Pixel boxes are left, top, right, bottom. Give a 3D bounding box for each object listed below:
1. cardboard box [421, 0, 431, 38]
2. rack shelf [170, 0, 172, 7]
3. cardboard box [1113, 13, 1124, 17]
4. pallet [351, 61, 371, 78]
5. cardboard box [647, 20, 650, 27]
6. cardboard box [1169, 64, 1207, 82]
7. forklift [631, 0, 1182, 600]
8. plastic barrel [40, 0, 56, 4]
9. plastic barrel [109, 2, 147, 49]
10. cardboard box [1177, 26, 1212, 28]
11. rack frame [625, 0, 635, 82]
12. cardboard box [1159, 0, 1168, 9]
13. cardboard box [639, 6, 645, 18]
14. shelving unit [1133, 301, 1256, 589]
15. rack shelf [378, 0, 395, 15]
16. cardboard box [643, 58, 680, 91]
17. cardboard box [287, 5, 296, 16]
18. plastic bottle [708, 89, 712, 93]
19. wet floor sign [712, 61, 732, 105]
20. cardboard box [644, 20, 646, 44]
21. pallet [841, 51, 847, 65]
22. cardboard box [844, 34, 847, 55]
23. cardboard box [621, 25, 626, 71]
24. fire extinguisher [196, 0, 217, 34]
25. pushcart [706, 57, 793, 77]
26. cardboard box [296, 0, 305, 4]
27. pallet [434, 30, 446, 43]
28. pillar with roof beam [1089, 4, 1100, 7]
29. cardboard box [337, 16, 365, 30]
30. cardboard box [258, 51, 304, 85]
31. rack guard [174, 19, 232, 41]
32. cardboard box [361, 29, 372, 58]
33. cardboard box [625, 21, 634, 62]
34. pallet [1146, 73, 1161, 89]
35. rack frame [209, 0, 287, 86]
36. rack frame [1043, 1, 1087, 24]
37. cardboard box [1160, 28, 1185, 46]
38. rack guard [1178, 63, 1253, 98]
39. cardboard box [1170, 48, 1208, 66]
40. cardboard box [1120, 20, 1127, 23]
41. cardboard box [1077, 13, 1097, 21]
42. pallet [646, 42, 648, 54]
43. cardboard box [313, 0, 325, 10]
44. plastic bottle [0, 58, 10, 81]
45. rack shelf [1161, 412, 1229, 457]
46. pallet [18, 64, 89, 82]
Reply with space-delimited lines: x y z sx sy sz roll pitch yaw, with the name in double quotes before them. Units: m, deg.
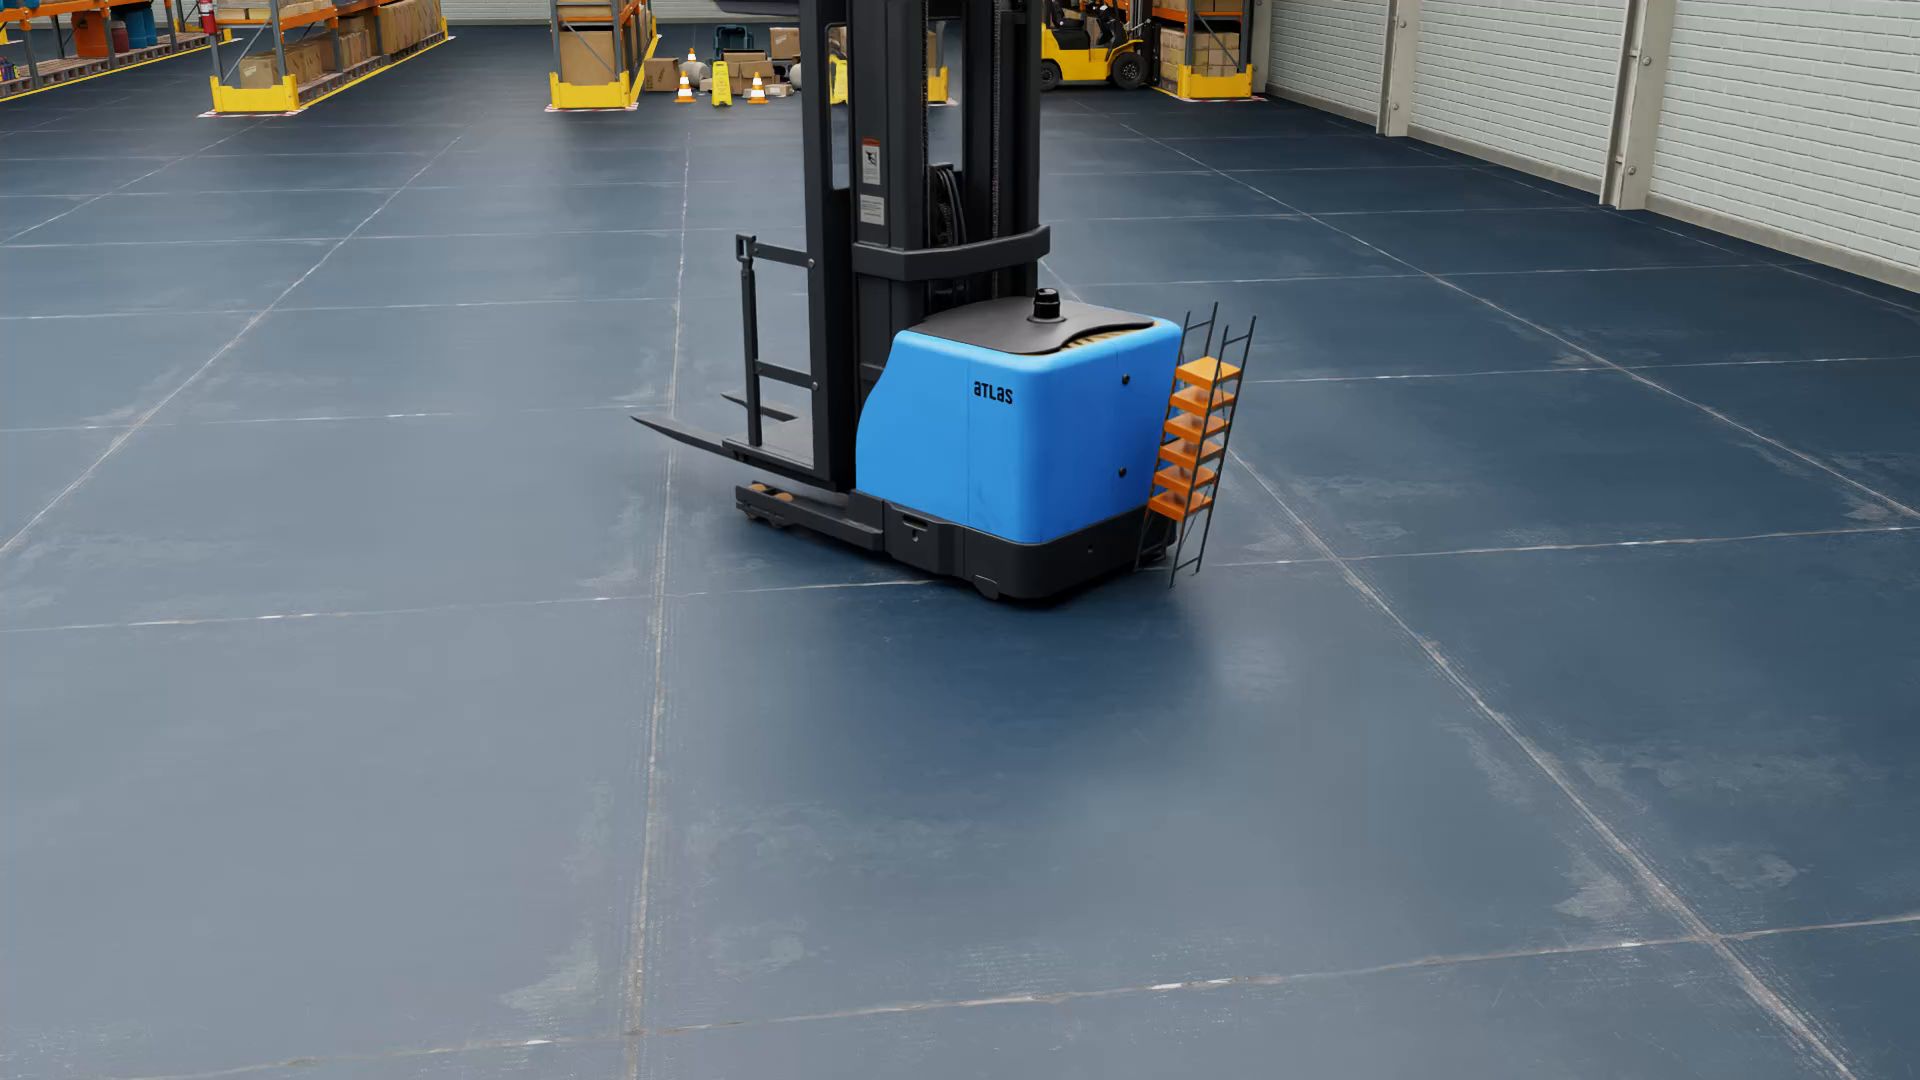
"cardboard box" -12.464 -11.771 37.383 0.875 0.875 0.875 -3 21 -8
"rack shelf" -17.508 -12.132 36.939 1.077 0.370 4.000 -3 21 -8
"cardboard box" 3.209 -10.918 34.707 0.380 0.149 0.250 -2 21 -5
"pallet" -11.458 -8.643 30.554 1.003 0.211 1.213 -3 21 -8
"cardboard box" -7.364 -11.916 38.383 0.380 0.149 0.250 -3 21 -7
"cardboard box" 3.749 -7.678 27.316 0.500 0.250 0.500 -3 21 -7
"forklift" -0.436 -1.544 7.662 3.031 2.935 1.130 19 27 41
"plastic barrel" -16.093 -9.666 29.115 0.433 0.535 0.433 0 20 0
"plastic barrel" -17.056 -10.555 34.089 0.600 0.901 0.708 -3 21 -8
"cardboard box" 4.043 -8.700 28.623 0.500 0.250 0.500 -3 21 -9
"rack frame" -6.242 -9.471 28.788 1.000 3.000 0.127 -3 21 -8
"cardboard box" 3.659 -9.184 27.876 0.500 0.500 0.500 -3 21 -9
"cardboard box" -6.977 -11.194 35.302 0.500 0.250 0.500 -2 21 -5
"shelving unit" 0.984 -0.389 7.021 0.189 1.200 0.258 26 32 31
"rack shelf" -12.030 -10.996 33.899 1.077 0.370 4.000 -3 21 -8
"cardboard box" -5.003 -7.816 27.924 0.500 0.500 0.500 1 20 2
"cardboard box" -10.518 -8.211 25.774 0.380 0.149 0.250 -3 21 -8
"plastic bottle" -4.088 -7.439 27.545 0.133 0.061 0.283 -11 23 -26
"wet floor sign" -3.702 -7.073 25.732 0.267 0.644 0.232 -7 21 -17
"cardboard box" -6.966 -10.846 35.440 0.500 0.500 0.500 -3 21 -9
"pallet" -1.824 -9.564 33.021 1.003 0.211 1.213 -3 21 -8
"cardboard box" -1.749 -9.655 32.436 0.950 0.372 0.625 -3 21 -9
"cardboard box" -6.221 -8.451 28.493 0.875 0.875 0.875 -3 21 -7
"fire extinguisher" -11.028 -7.772 24.349 0.296 0.674 0.183 -3 21 -8
"pushcart" -3.608 -8.395 29.654 1.648 0.377 0.936 -11 23 -26
"cardboard box" -10.921 -8.765 26.329 0.875 0.500 0.500 -3 21 -8
"pallet" -12.702 -11.832 39.093 1.003 0.211 1.213 -3 21 -8
"pillar with roof beam" -1.069 -15.657 36.776 9.100 9.000 0.400 -3 21 -8
"cardboard box" -11.616 -9.797 31.532 0.500 0.250 0.500 -2 21 -6
"cardboard box" -10.854 -7.537 26.581 0.500 0.500 0.500 -1 21 -3
"rack guard" -17.813 -11.998 39.125 1.175 0.500 0.348 -3 21 -8
"cardboard box" -11.625 -9.445 31.661 0.700 0.500 0.500 -4 21 -11
"cardboard box" -6.556 -9.159 30.566 1.050 0.750 0.750 -3 21 -8
"pallet" 3.805 -8.001 28.835 1.003 0.211 1.213 -3 21 -8
"rack frame" -10.589 -7.871 24.503 1.000 3.000 0.127 -3 21 -8
"rack frame" 2.399 -12.777 37.639 1.000 3.000 0.127 -3 21 -8
"cardboard box" 3.592 -8.494 28.072 0.500 0.250 0.500 -3 21 -7
"rack guard" 4.133 -7.443 26.930 1.175 0.500 0.348 -3 21 -8
"cardboard box" 3.750 -7.918 27.245 0.500 0.250 0.500 -3 21 -8
"cardboard box" 3.252 -9.801 32.465 0.875 0.625 0.625 -4 21 -10
"cardboard box" 2.654 -10.880 34.605 0.380 0.149 0.250 -4 21 -10
"pallet" -7.282 -10.665 35.970 1.003 0.211 1.213 -3 21 -8
"cardboard box" -10.694 -8.821 27.406 0.380 0.149 0.250 -3 21 -8
"plastic bottle" -15.661 -7.697 27.193 0.144 0.351 0.185 -4 21 -10
"rack shelf" 0.994 -0.456 6.987 0.180 0.103 0.258 26 32 31
"pallet" -16.397 -8.393 29.887 1.003 0.211 1.213 -3 21 -8
